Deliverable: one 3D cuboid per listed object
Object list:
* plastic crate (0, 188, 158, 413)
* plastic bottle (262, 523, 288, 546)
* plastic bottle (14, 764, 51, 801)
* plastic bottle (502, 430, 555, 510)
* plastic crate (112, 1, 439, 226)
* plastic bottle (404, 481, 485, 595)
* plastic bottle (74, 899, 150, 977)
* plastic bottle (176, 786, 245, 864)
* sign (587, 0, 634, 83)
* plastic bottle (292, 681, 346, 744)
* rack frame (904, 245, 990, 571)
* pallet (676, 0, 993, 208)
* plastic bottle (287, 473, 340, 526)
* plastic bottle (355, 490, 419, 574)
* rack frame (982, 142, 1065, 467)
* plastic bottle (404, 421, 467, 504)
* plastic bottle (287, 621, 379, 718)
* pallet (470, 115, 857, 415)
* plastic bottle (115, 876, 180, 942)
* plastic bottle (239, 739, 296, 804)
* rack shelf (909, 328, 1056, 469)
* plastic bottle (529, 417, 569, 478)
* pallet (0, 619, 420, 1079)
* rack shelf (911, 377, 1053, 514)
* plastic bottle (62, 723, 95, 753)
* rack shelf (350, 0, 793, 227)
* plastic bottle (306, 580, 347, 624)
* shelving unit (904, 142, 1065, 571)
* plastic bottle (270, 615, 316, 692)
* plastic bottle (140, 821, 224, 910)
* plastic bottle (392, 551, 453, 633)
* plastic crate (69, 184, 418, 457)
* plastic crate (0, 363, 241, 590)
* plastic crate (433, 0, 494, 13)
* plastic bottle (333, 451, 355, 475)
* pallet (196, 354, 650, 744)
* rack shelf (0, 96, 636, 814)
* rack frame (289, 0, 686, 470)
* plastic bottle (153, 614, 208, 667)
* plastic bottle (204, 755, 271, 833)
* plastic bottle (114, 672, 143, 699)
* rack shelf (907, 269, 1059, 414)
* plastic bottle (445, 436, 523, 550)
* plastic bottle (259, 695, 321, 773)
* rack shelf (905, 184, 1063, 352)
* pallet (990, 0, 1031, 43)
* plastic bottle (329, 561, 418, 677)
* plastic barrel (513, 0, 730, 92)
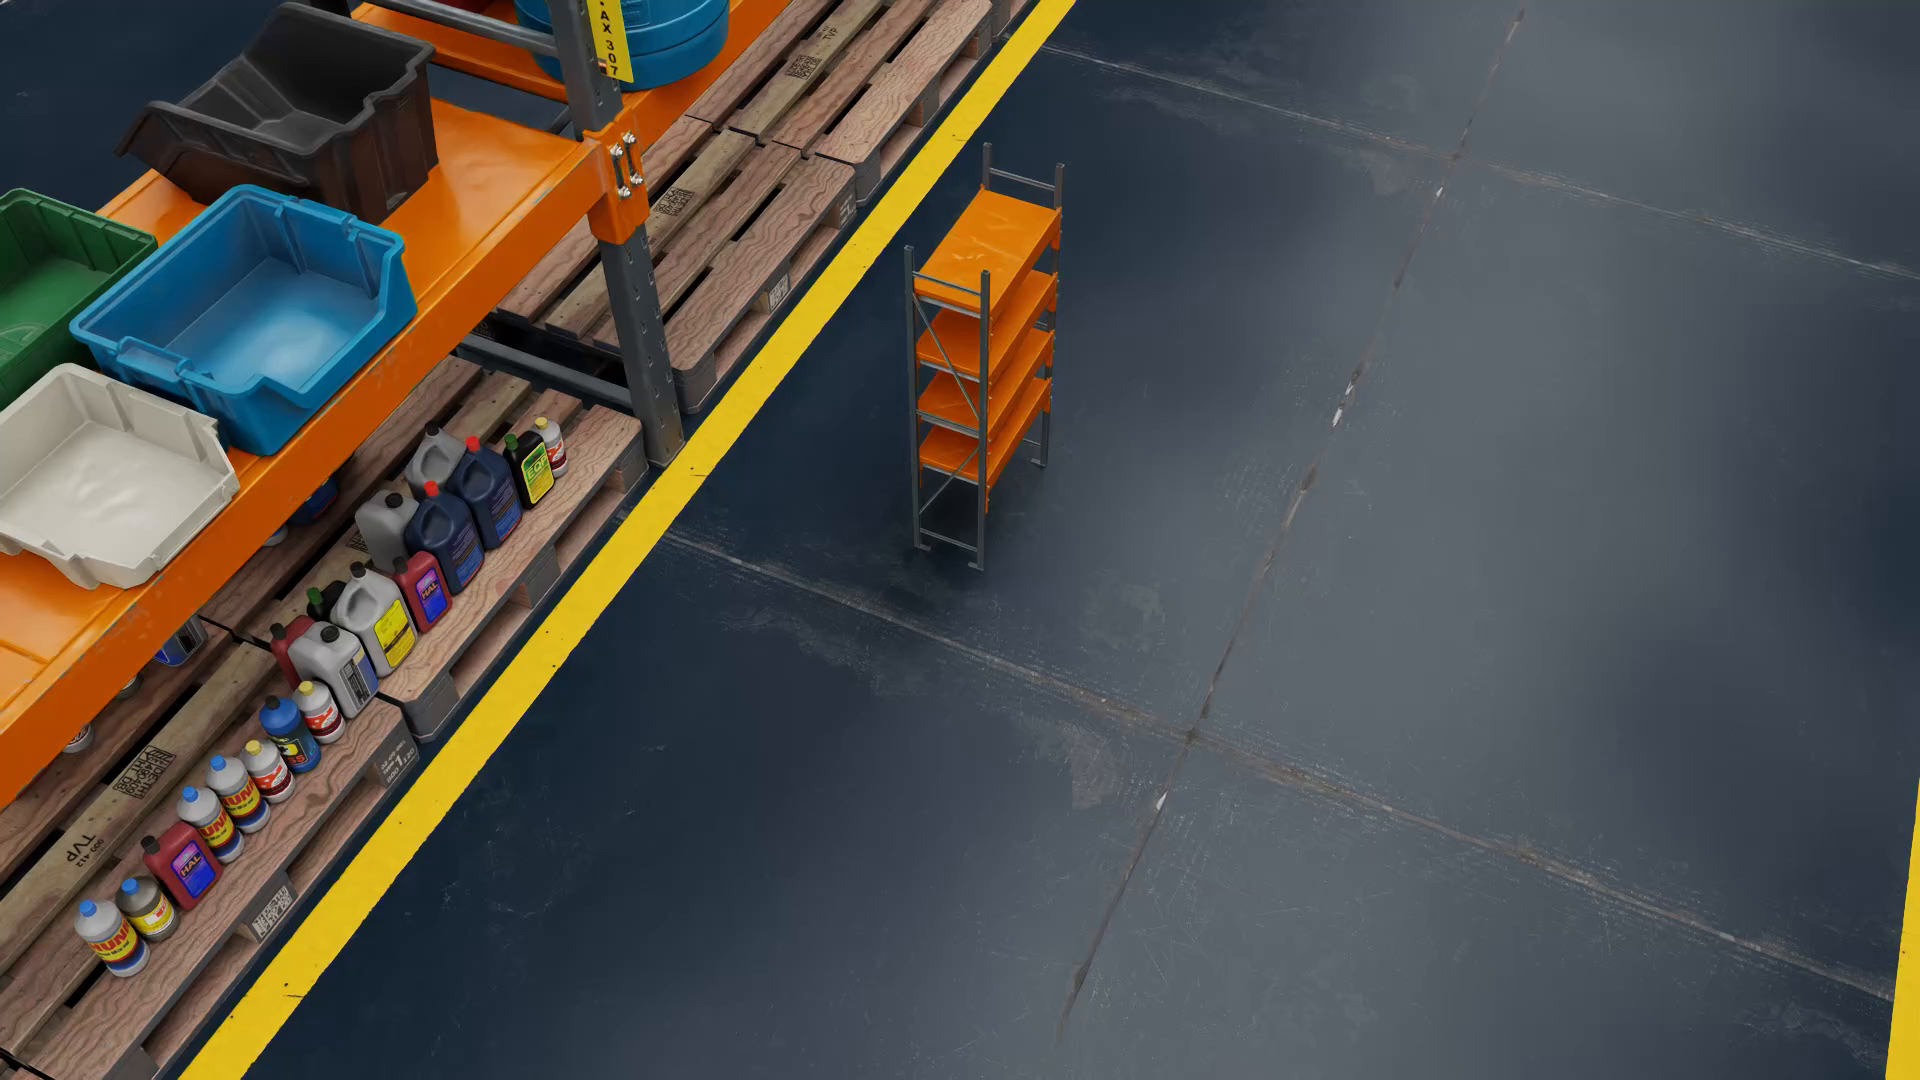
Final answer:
[{"bbox_3d":[-2.222,-0.496,3.842,0.450,0.188,0.662,20,52,16],"label":"plastic crate"},{"bbox_3d":[-2.060,-0.106,4.873,0.097,0.271,0.097,0,50,0],"label":"plastic bottle"},{"bbox_3d":[-2.479,0.547,4.310,0.061,0.283,0.133,20,52,16],"label":"plastic bottle"},{"bbox_3d":[-1.294,-0.231,4.972,0.061,0.283,0.133,22,53,18],"label":"plastic bottle"},{"bbox_3d":[-1.726,-1.068,4.230,0.767,0.338,0.504,20,52,16],"label":"plastic crate"},{"bbox_3d":[-1.484,-0.022,4.750,0.144,0.351,0.185,17,52,14],"label":"plastic bottle"},{"bbox_3d":[-2.040,0.941,3.982,0.097,0.271,0.097,0,50,0],"label":"plastic bottle"},{"bbox_3d":[-1.893,0.705,4.183,0.097,0.271,0.097,0,50,0],"label":"plastic bottle"},{"bbox_3d":[-0.894,-1.311,4.214,0.100,0.325,0.005,20,52,16],"label":"sign"},{"bbox_3d":[-1.720,0.449,4.447,0.097,0.201,0.097,0,50,0],"label":"plastic bottle"},{"bbox_3d":[-0.034,-0.335,4.747,0.240,1.200,0.015,20,52,16],"label":"rack frame"},{"bbox_3d":[-0.567,-1.900,6.728,1.003,0.211,1.213,20,52,16],"label":"pallet"},{"bbox_3d":[-1.977,-0.224,4.921,0.144,0.351,0.185,20,52,16],"label":"plastic bottle"},{"bbox_3d":[-1.628,-0.029,4.805,0.152,0.276,0.135,20,52,16],"label":"plastic bottle"},{"bbox_3d":[0.175,-0.671,5.033,0.240,1.200,0.015,20,52,16],"label":"rack frame"},{"bbox_3d":[-1.532,-0.201,4.902,0.144,0.351,0.185,20,52,16],"label":"plastic bottle"},{"bbox_3d":[-1.695,0.335,4.495,0.152,0.276,0.135,21,53,17],"label":"plastic bottle"},{"bbox_3d":[-1.087,-1.057,6.011,1.003,0.211,1.213,20,52,16],"label":"pallet"},{"bbox_3d":[-1.995,0.893,4.069,0.097,0.201,0.097,0,50,0],"label":"plastic bottle"},{"bbox_3d":[-1.808,0.591,4.326,0.097,0.201,0.097,0,50,0],"label":"plastic bottle"},{"bbox_3d":[0.071,-0.459,4.941,0.258,0.148,0.480,20,52,16],"label":"rack shelf"},{"bbox_3d":[-1.260,-0.292,5.077,0.097,0.201,0.097,0,50,0],"label":"plastic bottle"},{"bbox_3d":[-2.232,0.788,4.441,1.003,0.211,1.213,20,52,16],"label":"pallet"},{"bbox_3d":[0.071,-0.331,5.092,0.258,0.148,0.480,20,52,16],"label":"rack shelf"},{"bbox_3d":[-2.395,0.471,4.428,0.097,0.201,0.097,0,50,0],"label":"plastic bottle"},{"bbox_3d":[-0.533,-2.552,5.924,1.077,0.370,4.000,20,52,16],"label":"rack shelf"},{"bbox_3d":[-1.725,0.206,4.600,0.061,0.283,0.133,20,52,16],"label":"plastic bottle"},{"bbox_3d":[0.071,-0.503,4.890,0.258,1.200,0.503,20,52,16],"label":"shelving unit"},{"bbox_3d":[-1.791,0.298,4.521,0.061,0.283,0.133,20,52,16],"label":"plastic bottle"},{"bbox_3d":[-1.926,0.788,4.105,0.061,0.283,0.133,21,53,17],"label":"plastic bottle"},{"bbox_3d":[-1.515,0.125,4.669,0.061,0.283,0.133,23,53,18],"label":"plastic bottle"},{"bbox_3d":[-1.614,-0.509,3.811,0.499,0.251,0.616,20,52,16],"label":"plastic crate"},{"bbox_3d":[-1.852,-0.122,3.557,0.530,0.136,0.437,20,52,16],"label":"plastic crate"},{"bbox_3d":[-1.457,-1.861,4.822,0.402,0.464,0.583,20,52,16],"label":"plastic crate"},{"bbox_3d":[-1.936,-0.327,5.054,0.061,0.283,0.133,20,52,16],"label":"plastic bottle"},{"bbox_3d":[-1.712,-0.055,5.158,1.003,0.211,1.213,20,52,16],"label":"pallet"},{"bbox_3d":[-2.241,0.203,3.580,1.077,0.370,4.000,20,52,16],"label":"rack shelf"},{"bbox_3d":[-1.387,-1.408,4.478,1.000,3.000,0.127,20,52,16],"label":"rack frame"},{"bbox_3d":[-2.225,0.207,4.604,0.152,0.276,0.135,20,52,16],"label":"plastic bottle"},{"bbox_3d":[-1.850,0.636,4.241,0.097,0.271,0.097,0,50,0],"label":"plastic bottle"},{"bbox_3d":[-2.321,0.337,4.542,0.097,0.201,0.097,0,50,0],"label":"plastic bottle"},{"bbox_3d":[0.071,-0.604,4.771,0.258,0.148,0.480,20,52,16],"label":"rack shelf"},{"bbox_3d":[-1.402,-0.154,4.862,0.144,0.351,0.185,19,52,15],"label":"plastic bottle"},{"bbox_3d":[-1.764,0.497,4.360,0.097,0.271,0.097,0,50,0],"label":"plastic bottle"},{"bbox_3d":[0.071,-0.757,4.591,0.258,0.148,0.480,20,52,16],"label":"rack shelf"},{"bbox_3d":[-0.044,-2.737,7.441,1.003,0.211,1.213,20,52,16],"label":"pallet"},{"bbox_3d":[-1.622,0.200,4.561,0.144,0.351,0.185,19,52,16],"label":"plastic bottle"},{"bbox_3d":[-0.948,-1.737,4.430,0.600,0.901,0.708,20,52,16],"label":"plastic barrel"}]
